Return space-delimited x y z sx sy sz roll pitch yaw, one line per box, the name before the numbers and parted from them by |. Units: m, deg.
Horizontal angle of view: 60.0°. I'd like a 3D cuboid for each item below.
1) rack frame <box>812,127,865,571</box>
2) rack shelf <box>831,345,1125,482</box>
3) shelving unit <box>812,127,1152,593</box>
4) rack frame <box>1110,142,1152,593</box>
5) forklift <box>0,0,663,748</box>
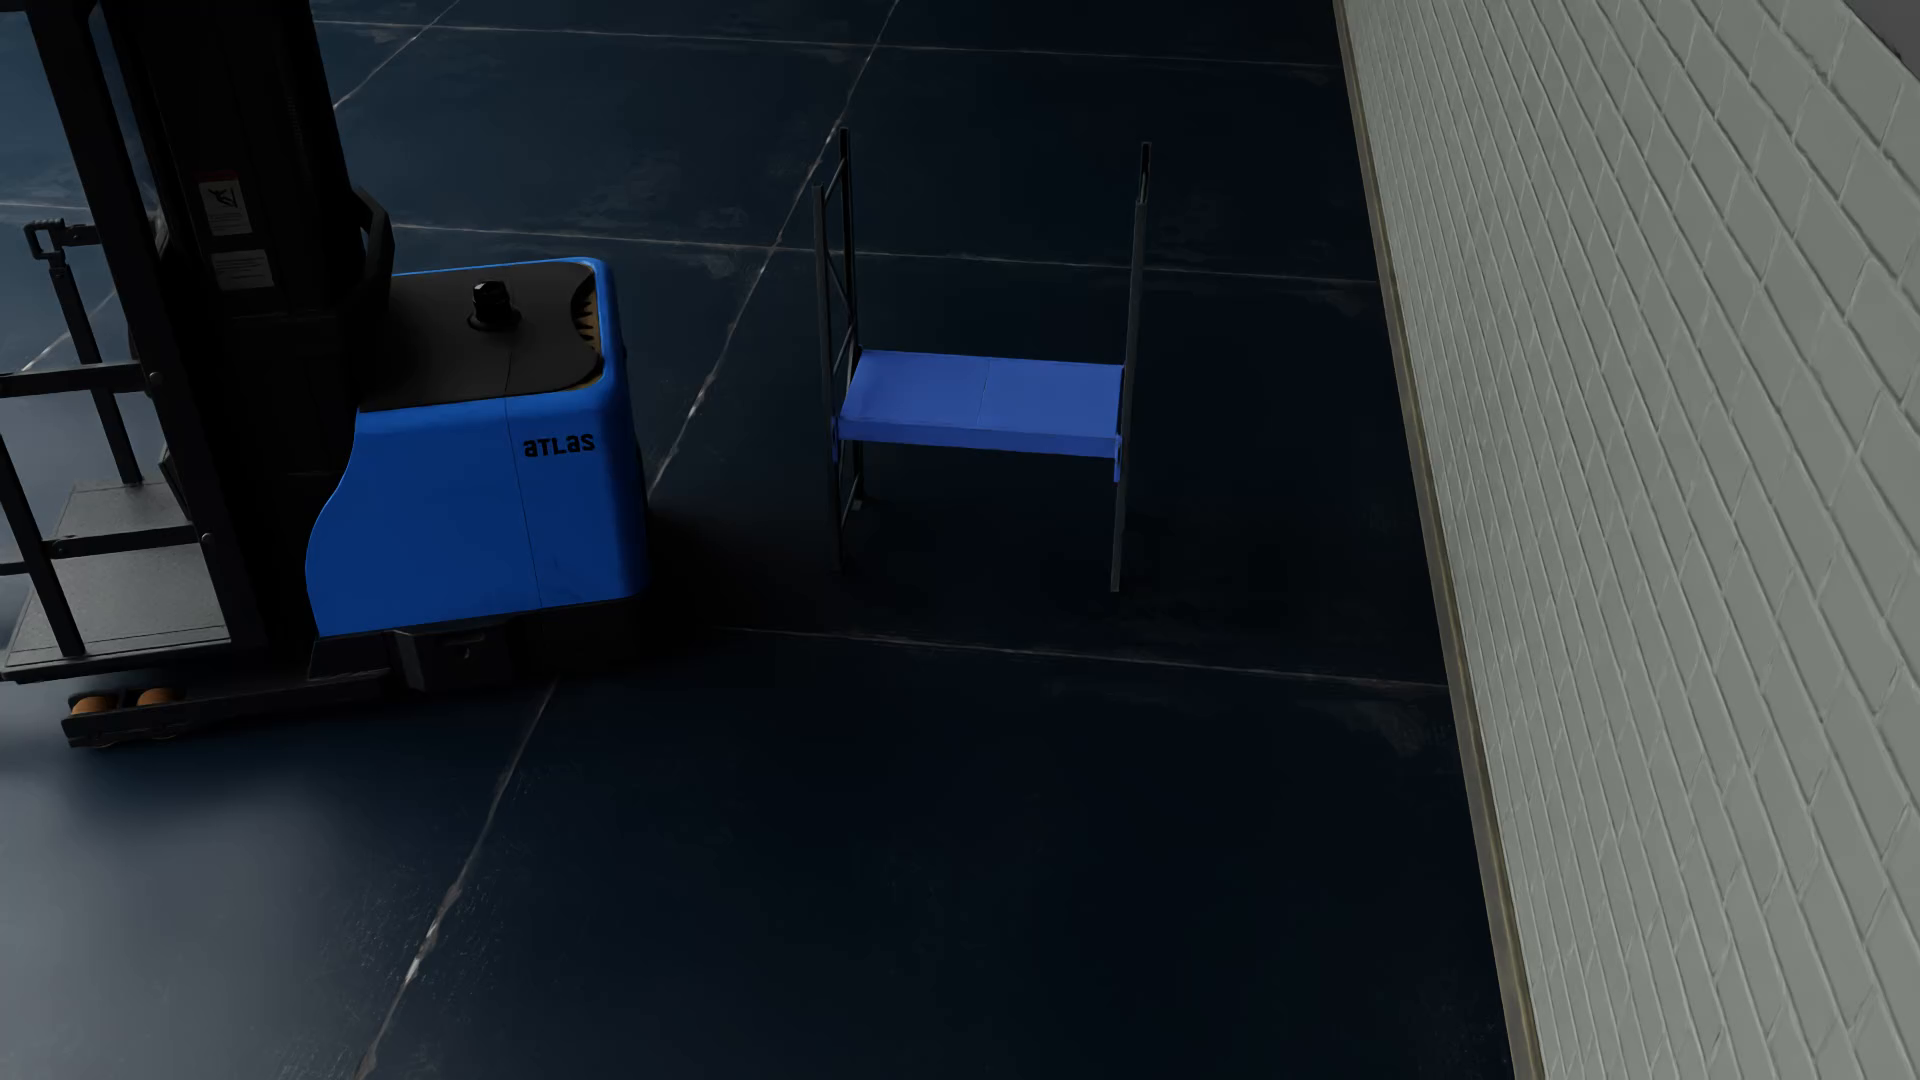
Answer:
rack frame | -0.420 -0.642 5.858 0.032 1.500 0.500 4 36 6
rack shelf | 0.085 -0.458 5.910 1.000 0.185 0.538 4 36 6
shelving unit | 0.085 -0.604 5.805 1.048 1.500 0.538 4 36 6
rack frame | 0.589 -0.567 5.753 0.032 1.500 0.500 4 36 6
forklift | -2.585 -0.864 4.938 3.031 2.935 1.130 -7 36 -10
